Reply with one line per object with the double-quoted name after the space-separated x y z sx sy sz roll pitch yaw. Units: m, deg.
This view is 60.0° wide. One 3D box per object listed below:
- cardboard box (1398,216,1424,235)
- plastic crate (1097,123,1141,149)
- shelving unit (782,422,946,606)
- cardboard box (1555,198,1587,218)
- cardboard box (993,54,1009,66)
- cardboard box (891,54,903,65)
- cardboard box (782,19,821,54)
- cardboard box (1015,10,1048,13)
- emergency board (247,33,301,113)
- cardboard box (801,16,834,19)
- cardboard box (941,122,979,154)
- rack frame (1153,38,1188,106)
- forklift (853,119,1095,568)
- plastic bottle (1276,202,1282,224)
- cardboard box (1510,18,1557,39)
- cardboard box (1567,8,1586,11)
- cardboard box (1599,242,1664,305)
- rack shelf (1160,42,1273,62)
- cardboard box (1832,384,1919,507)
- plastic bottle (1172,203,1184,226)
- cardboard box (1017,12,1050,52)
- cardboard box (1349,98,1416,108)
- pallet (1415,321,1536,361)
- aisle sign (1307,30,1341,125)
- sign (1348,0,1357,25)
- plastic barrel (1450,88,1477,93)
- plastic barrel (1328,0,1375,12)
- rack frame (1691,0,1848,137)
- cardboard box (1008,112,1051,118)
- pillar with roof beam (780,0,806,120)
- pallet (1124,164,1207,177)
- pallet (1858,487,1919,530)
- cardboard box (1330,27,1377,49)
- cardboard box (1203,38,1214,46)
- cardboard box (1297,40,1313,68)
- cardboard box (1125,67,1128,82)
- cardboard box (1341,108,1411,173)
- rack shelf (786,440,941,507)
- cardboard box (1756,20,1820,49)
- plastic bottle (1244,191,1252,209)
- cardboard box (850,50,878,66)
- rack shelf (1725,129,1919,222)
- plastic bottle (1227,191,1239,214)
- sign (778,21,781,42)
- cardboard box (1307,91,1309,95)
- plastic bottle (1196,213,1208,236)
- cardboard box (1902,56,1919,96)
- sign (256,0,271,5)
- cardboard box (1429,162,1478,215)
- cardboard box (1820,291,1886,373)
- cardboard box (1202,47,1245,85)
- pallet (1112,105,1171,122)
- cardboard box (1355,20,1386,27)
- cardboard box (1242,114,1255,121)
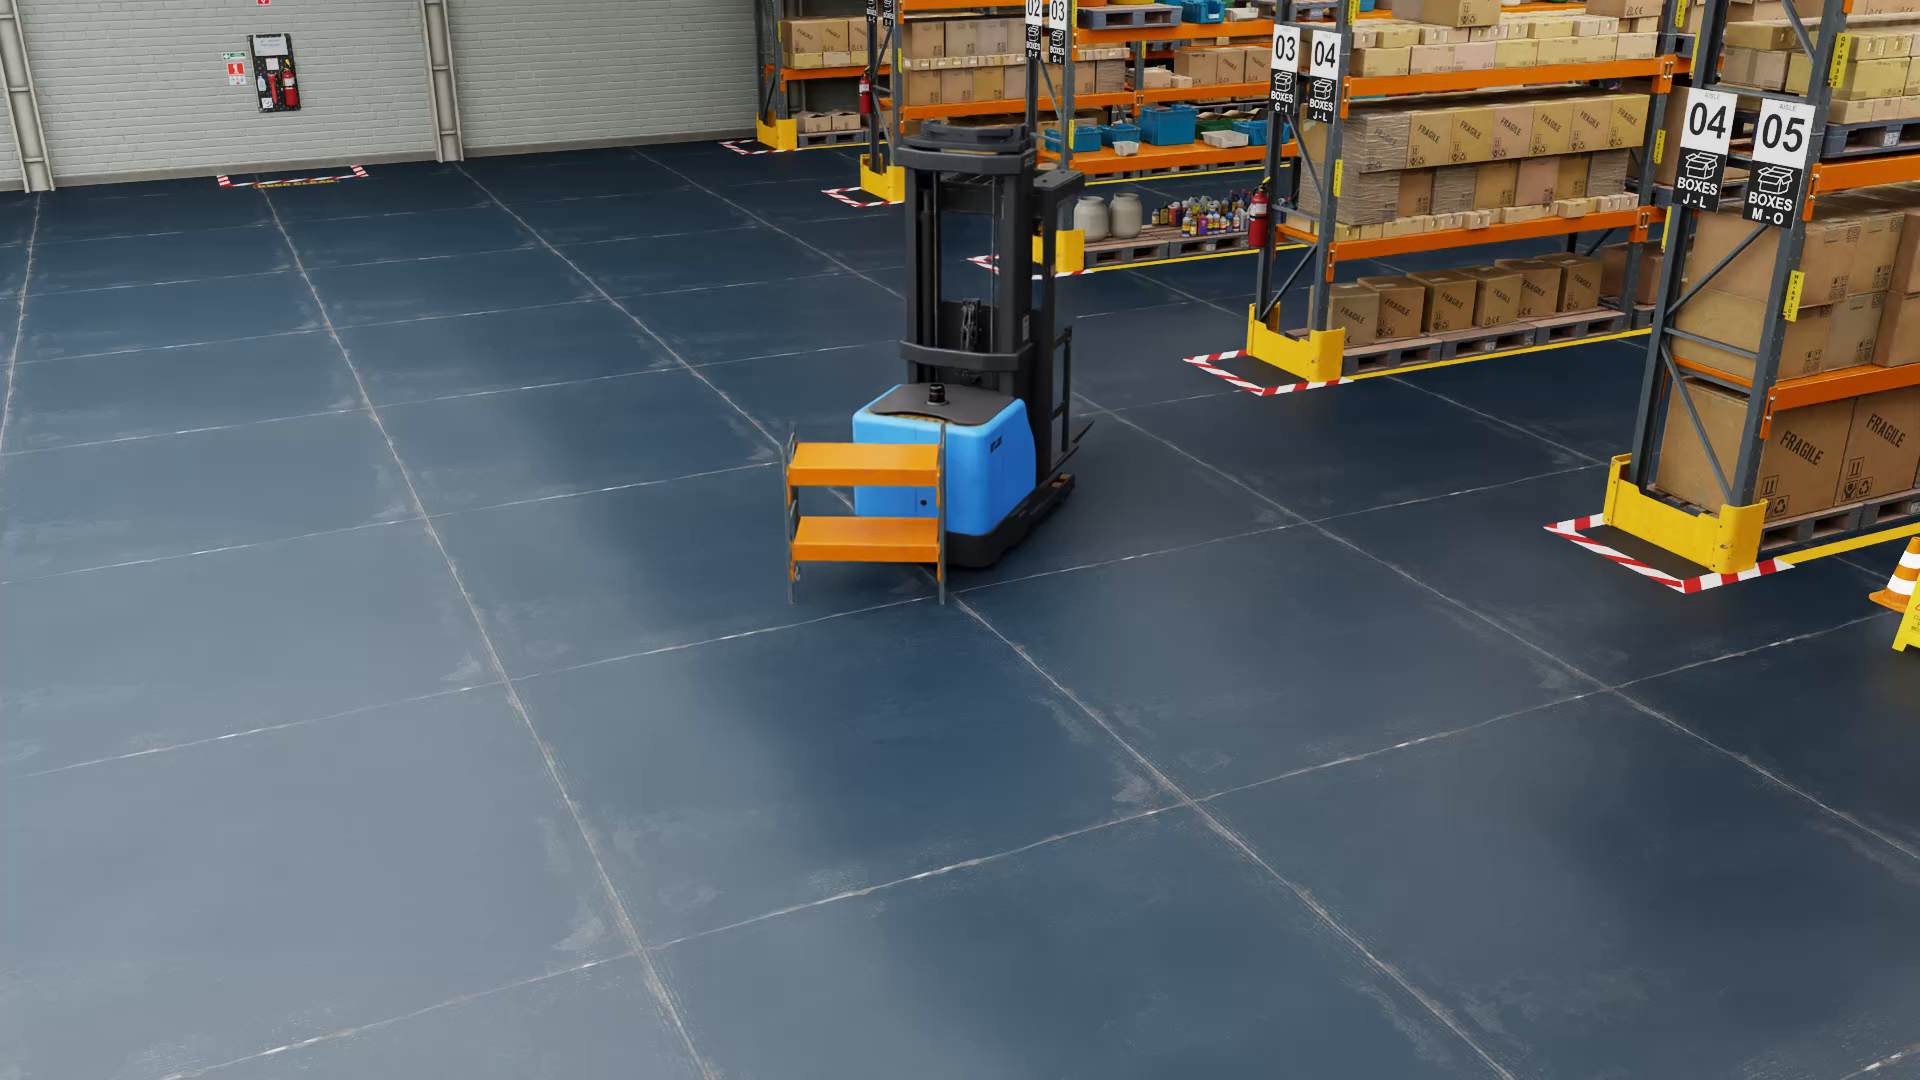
4.254 -3.063 16.057 0.250 0.149 0.380 -10 25 -24 "cardboard box"
1.973 -5.025 20.661 0.408 0.251 0.499 -10 25 -24 "plastic crate"
-0.625 -0.178 11.209 1.048 1.125 0.538 0 22 1 "shelving unit"
6.093 -3.366 16.789 0.250 0.149 0.380 -10 25 -24 "cardboard box"
0.526 -7.060 24.406 0.250 0.149 0.380 -11 25 -24 "cardboard box"
-0.819 -6.984 24.222 0.250 0.149 0.380 -11 25 -25 "cardboard box"
-2.672 -8.478 27.998 0.500 0.500 0.500 -10 25 -24 "cardboard box"
1.352 -9.292 30.069 0.500 0.500 0.700 -8 24 -18 "cardboard box"
-10.627 -7.238 25.814 0.643 1.169 0.194 -10 25 -24 "emergency board"
-2.442 -8.734 28.617 0.500 0.500 0.500 -10 25 -23 "cardboard box"
-0.051 -5.875 24.587 0.500 0.500 0.500 -10 25 -24 "cardboard box"
3.976 -9.543 31.382 0.127 3.000 1.000 -10 25 -24 "rack frame"
0.262 -1.694 12.510 1.130 2.935 3.031 9 24 20 "forklift"
4.040 -4.206 21.378 0.185 0.351 0.144 -12 25 -26 "plastic bottle"
5.464 -4.885 15.882 0.250 0.149 0.380 -9 24 -21 "cardboard box"
6.390 -5.311 16.912 0.250 0.149 0.380 -11 25 -25 "cardboard box"
7.379 -2.901 18.029 0.500 0.500 0.700 -13 26 -28 "cardboard box"
5.778 -9.542 32.321 4.000 0.370 1.077 -10 25 -24 "rack shelf"
6.647 -0.863 12.641 0.875 0.875 0.875 -11 25 -24 "cardboard box"
2.815 -4.201 21.454 0.133 0.283 0.061 -10 25 -24 "plastic bottle"
1.220 -7.575 24.802 0.500 0.500 0.700 -10 25 -24 "cardboard box"
4.049 -4.002 16.168 0.500 0.500 0.500 -10 25 -24 "cardboard box"
5.126 -2.142 17.149 1.213 0.211 1.003 -10 25 -24 "pallet"
3.286 -4.182 15.032 0.004 0.787 0.394 -10 25 -24 "aisle sign"
3.448 -4.697 14.612 0.005 0.325 0.100 -10 25 -24 "sign"
6.676 -5.804 22.173 0.433 0.535 0.433 0 22 0 "plastic barrel"
5.032 -7.242 21.246 0.708 0.901 0.600 -10 25 -24 "plastic barrel"
5.272 -4.140 10.487 0.127 3.000 1.000 -10 25 -24 "rack frame"
1.069 -6.308 25.632 0.500 0.500 0.500 -10 25 -24 "cardboard box"
-1.110 -9.918 24.445 0.400 9.000 9.100 -10 25 -24 "pillar with roof beam"
3.170 -6.020 26.517 1.213 0.211 1.003 -10 25 -24 "pallet"
7.057 -0.441 13.038 1.213 0.211 1.003 -10 25 -24 "pallet"
3.561 -4.561 15.101 0.250 0.149 0.380 -11 25 -24 "cardboard box"
4.604 -9.450 31.459 0.250 0.149 0.380 -10 25 -23 "cardboard box"
3.536 -4.579 15.664 0.500 0.250 0.500 -10 24 -22 "cardboard box"
2.809 -8.727 31.124 0.500 0.250 0.500 -10 24 -23 "cardboard box"
3.826 -3.738 15.530 0.500 0.500 0.500 -10 25 -24 "cardboard box"
-0.625 -0.448 11.097 1.000 0.278 0.538 0 22 1 "rack shelf"
5.654 -3.461 11.373 0.250 0.149 0.380 -10 25 -23 "cardboard box"
3.824 -4.404 21.855 0.185 0.351 0.144 -10 25 -24 "plastic bottle"
-1.732 -8.301 28.551 0.500 0.250 0.500 -11 25 -24 "cardboard box"
7.074 -2.754 12.000 4.000 0.370 1.077 -10 25 -24 "rack shelf"
3.591 -4.422 21.899 0.185 0.351 0.144 -12 25 -26 "plastic bottle"
-2.997 -8.429 27.559 0.005 0.325 0.100 -10 25 -24 "sign"
7.051 -9.254 32.947 0.750 0.750 0.750 -10 25 -23 "cardboard box"
3.045 -3.974 20.906 0.133 0.283 0.061 -10 25 -23 "plastic bottle"
6.275 -3.139 11.117 0.500 0.250 0.500 -11 25 -24 "cardboard box"
-10.677 -8.342 25.450 0.199 0.298 0.001 -10 25 -24 "sign"
4.587 -3.552 16.390 0.500 0.500 0.875 -10 25 -24 "cardboard box"
6.073 -1.614 12.030 0.550 0.550 0.875 -10 25 -24 "cardboard box"
4.149 -7.511 26.343 0.500 0.500 0.500 -10 25 -24 "cardboard box"
3.271 -8.125 31.603 1.213 0.211 1.003 -10 25 -24 "pallet"
3.811 -4.835 15.762 0.250 0.149 0.380 -12 25 -26 "cardboard box"
4.841 -6.676 26.769 0.500 0.311 0.500 -11 25 -24 "cardboard box"
